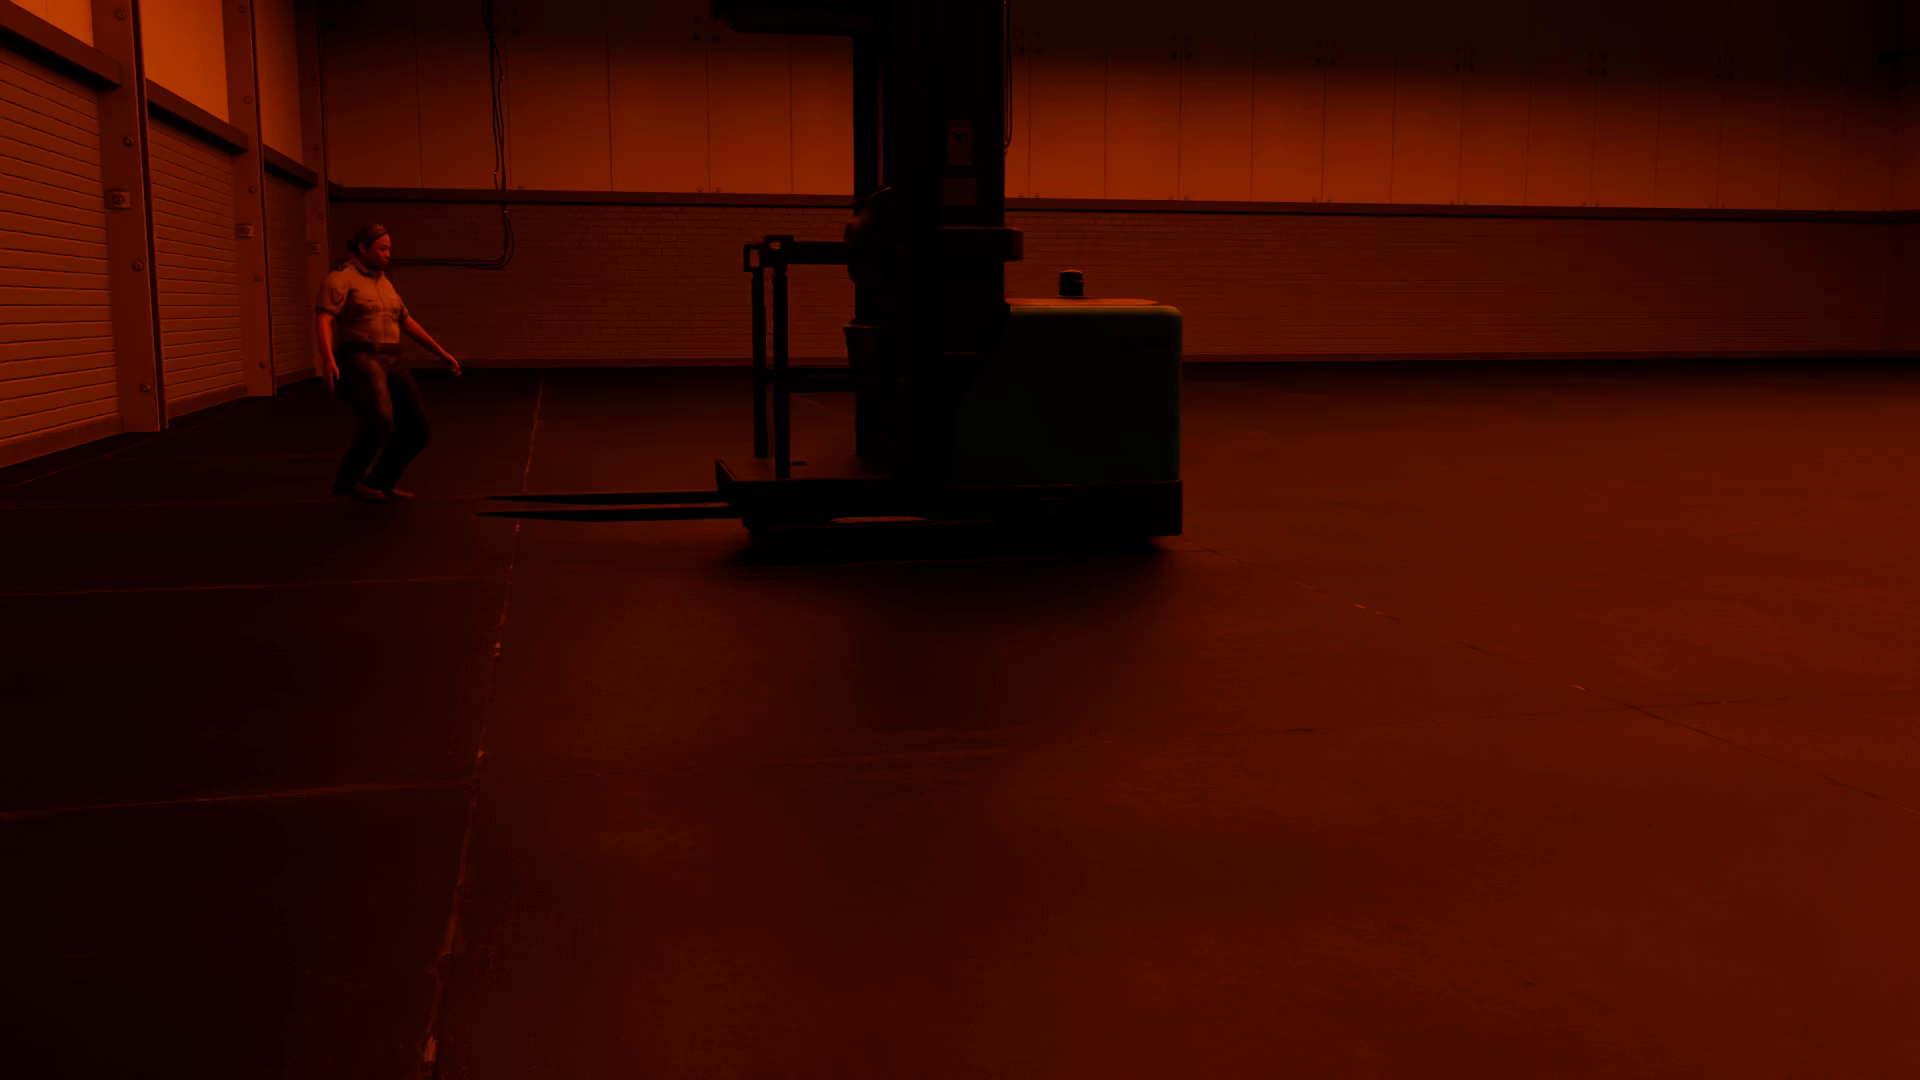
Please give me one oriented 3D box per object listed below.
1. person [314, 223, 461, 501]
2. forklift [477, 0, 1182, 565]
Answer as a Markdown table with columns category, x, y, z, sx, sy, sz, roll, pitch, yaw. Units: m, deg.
| category | x | y | z | sx | sy | sz | roll | pitch | yaw |
| --- | --- | --- | --- | --- | --- | --- | --- | --- | --- |
| person | -3.135 | -0.929 | 8.969 | 0.645 | 1.537 | 0.887 | 3 | 9 | 21 |
| forklift | -0.586 | -1.427 | 7.331 | 3.031 | 2.935 | 1.130 | -2 | 8 | -12 |
